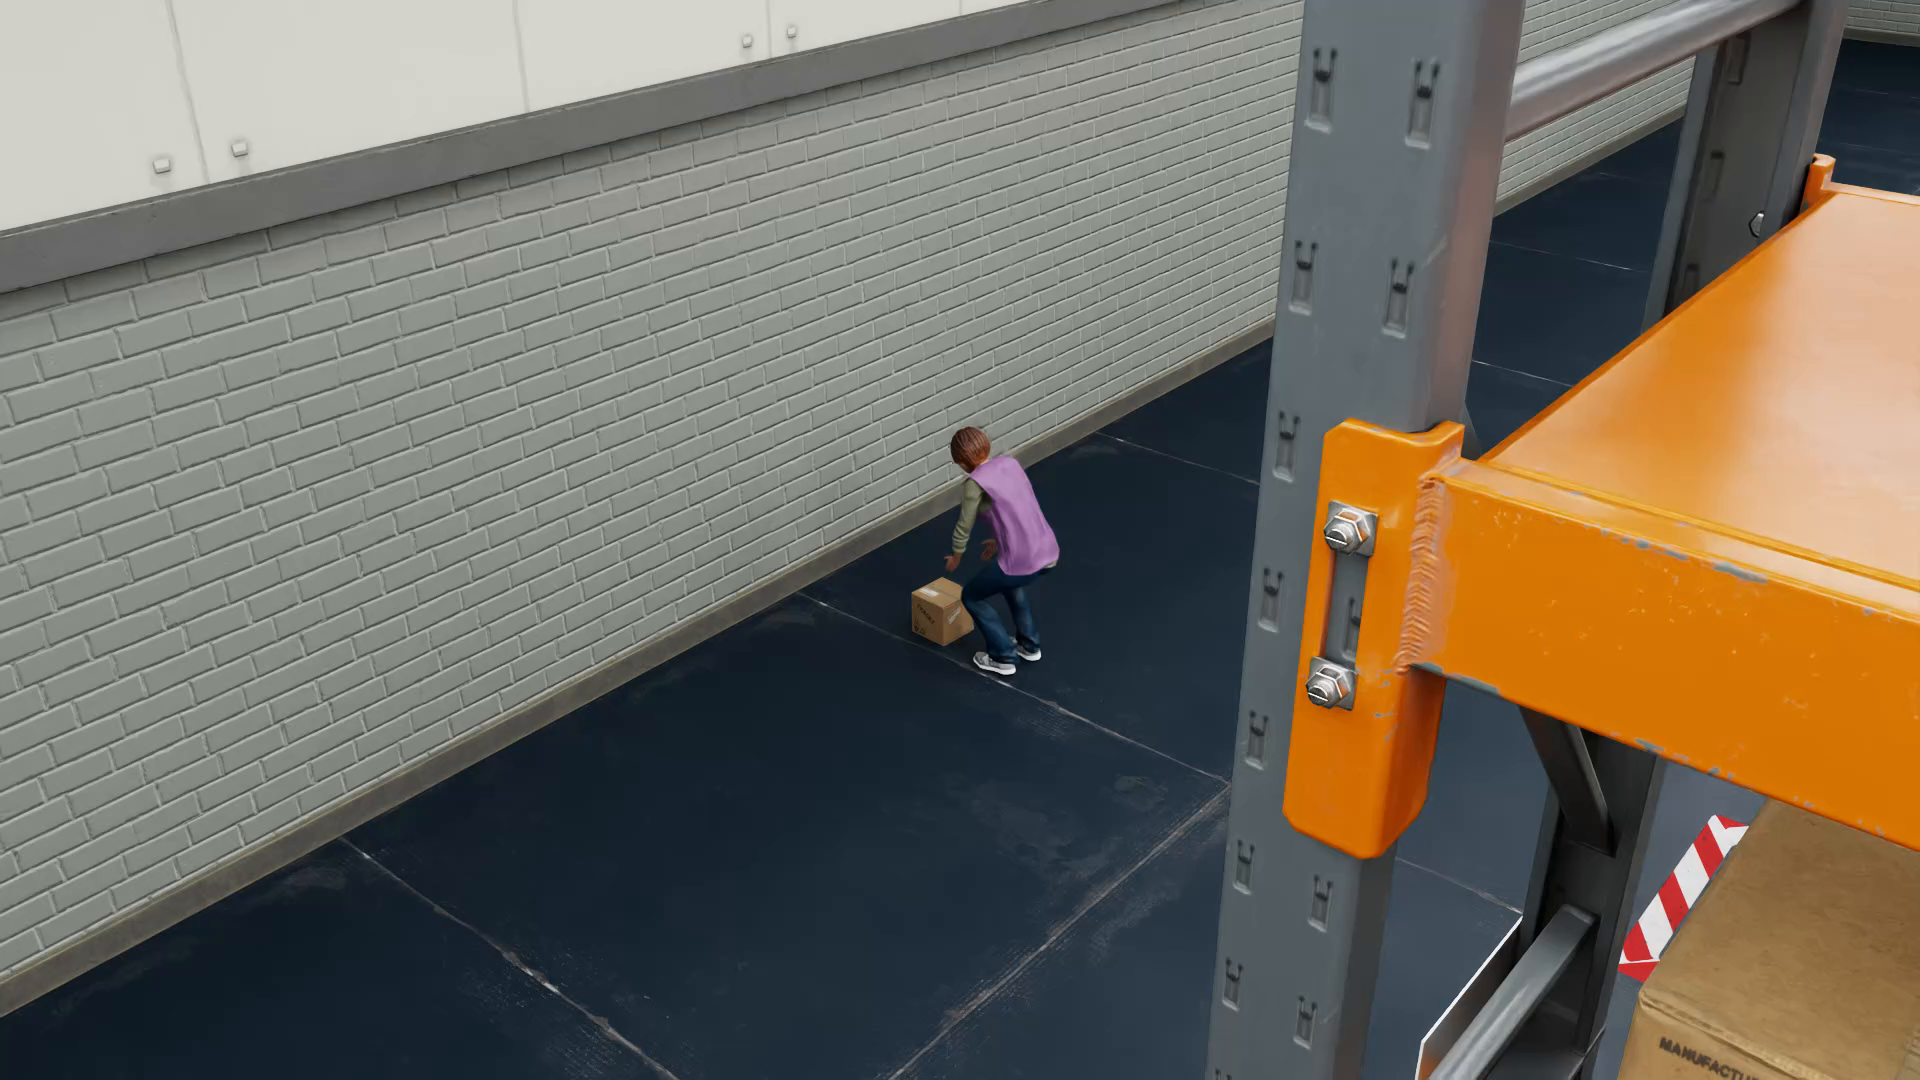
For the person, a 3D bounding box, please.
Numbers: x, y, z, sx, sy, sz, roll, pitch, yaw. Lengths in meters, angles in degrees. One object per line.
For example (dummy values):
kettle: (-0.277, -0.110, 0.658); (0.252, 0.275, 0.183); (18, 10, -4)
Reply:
person: (0.205, 0.084, 8.789); (0.640, 1.310, 0.462); (24, 36, 37)
